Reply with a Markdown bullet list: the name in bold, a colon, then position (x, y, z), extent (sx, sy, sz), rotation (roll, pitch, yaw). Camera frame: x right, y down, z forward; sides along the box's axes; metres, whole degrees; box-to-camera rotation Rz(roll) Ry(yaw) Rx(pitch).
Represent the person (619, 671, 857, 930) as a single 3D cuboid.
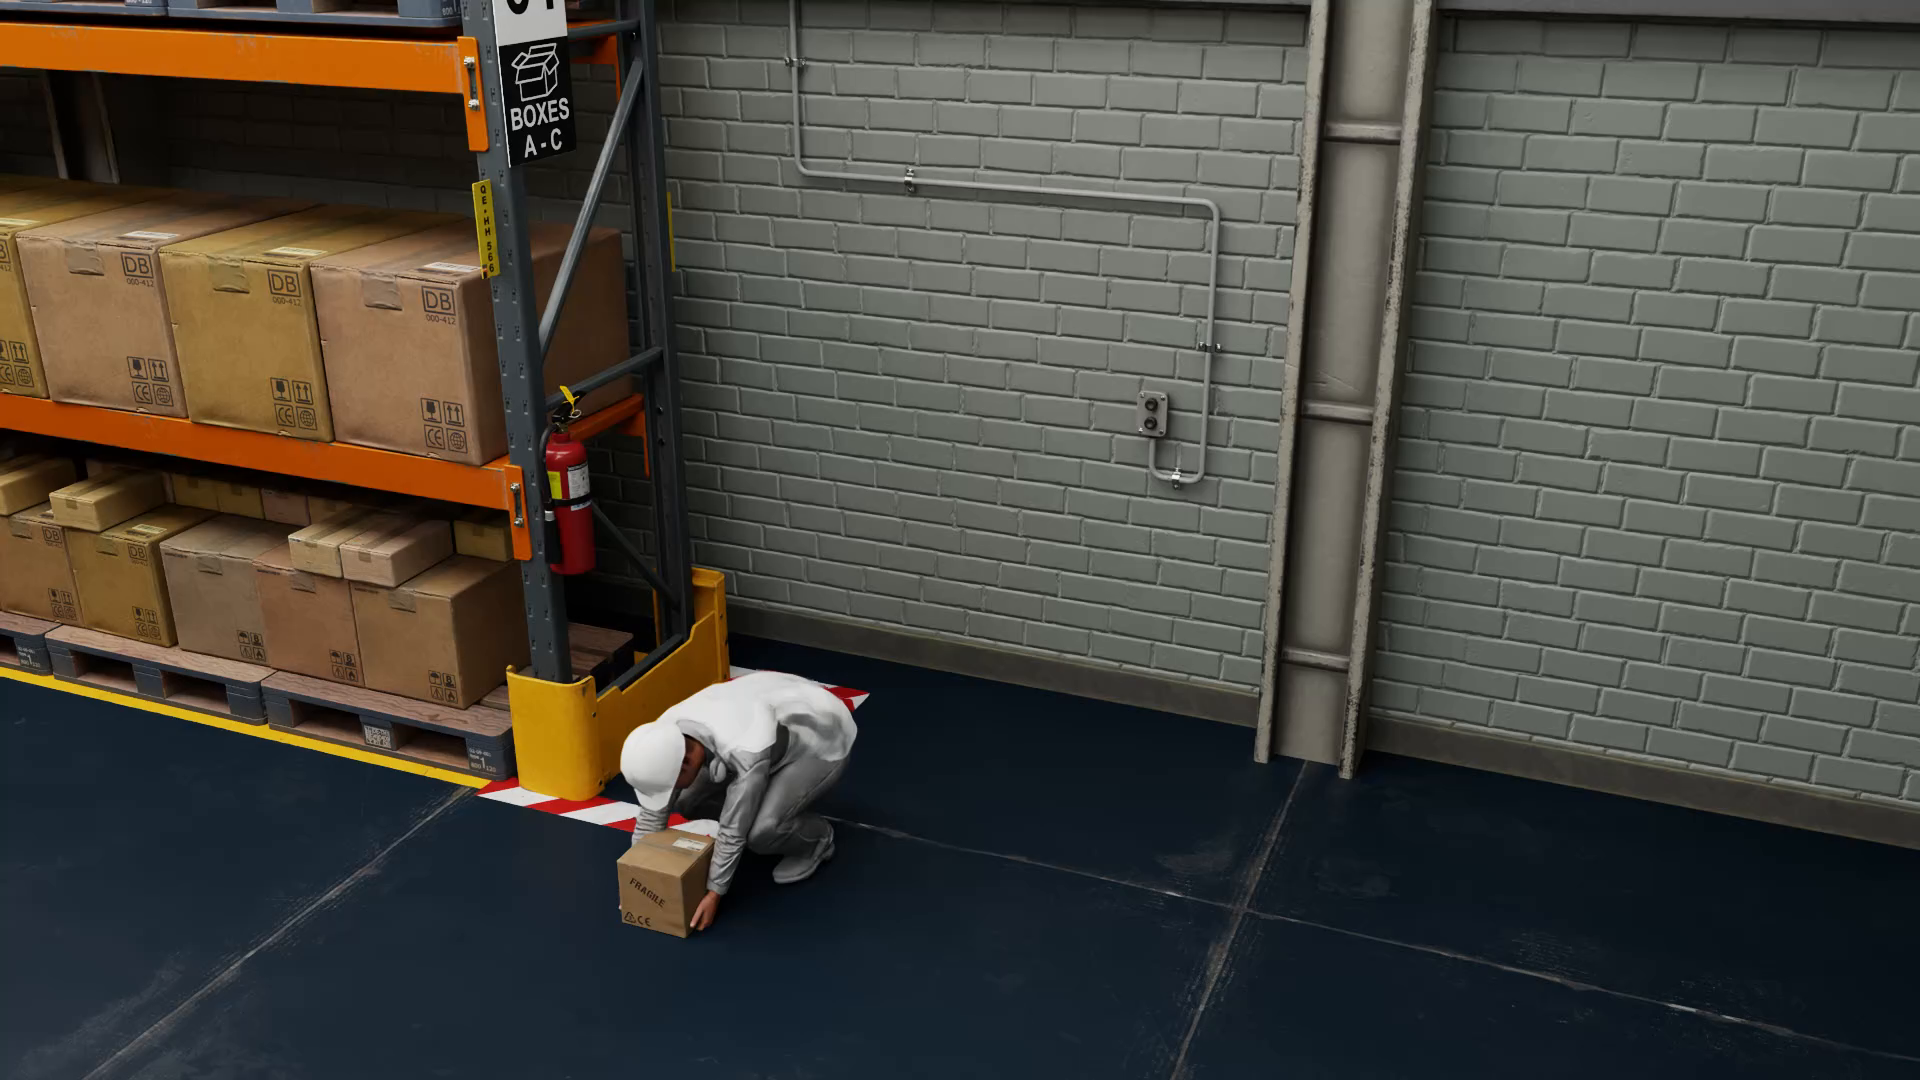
- **person**: position (-0.784, 0.877, 5.827), extent (0.520, 0.838, 0.970), rotation (19, 29, 38)
